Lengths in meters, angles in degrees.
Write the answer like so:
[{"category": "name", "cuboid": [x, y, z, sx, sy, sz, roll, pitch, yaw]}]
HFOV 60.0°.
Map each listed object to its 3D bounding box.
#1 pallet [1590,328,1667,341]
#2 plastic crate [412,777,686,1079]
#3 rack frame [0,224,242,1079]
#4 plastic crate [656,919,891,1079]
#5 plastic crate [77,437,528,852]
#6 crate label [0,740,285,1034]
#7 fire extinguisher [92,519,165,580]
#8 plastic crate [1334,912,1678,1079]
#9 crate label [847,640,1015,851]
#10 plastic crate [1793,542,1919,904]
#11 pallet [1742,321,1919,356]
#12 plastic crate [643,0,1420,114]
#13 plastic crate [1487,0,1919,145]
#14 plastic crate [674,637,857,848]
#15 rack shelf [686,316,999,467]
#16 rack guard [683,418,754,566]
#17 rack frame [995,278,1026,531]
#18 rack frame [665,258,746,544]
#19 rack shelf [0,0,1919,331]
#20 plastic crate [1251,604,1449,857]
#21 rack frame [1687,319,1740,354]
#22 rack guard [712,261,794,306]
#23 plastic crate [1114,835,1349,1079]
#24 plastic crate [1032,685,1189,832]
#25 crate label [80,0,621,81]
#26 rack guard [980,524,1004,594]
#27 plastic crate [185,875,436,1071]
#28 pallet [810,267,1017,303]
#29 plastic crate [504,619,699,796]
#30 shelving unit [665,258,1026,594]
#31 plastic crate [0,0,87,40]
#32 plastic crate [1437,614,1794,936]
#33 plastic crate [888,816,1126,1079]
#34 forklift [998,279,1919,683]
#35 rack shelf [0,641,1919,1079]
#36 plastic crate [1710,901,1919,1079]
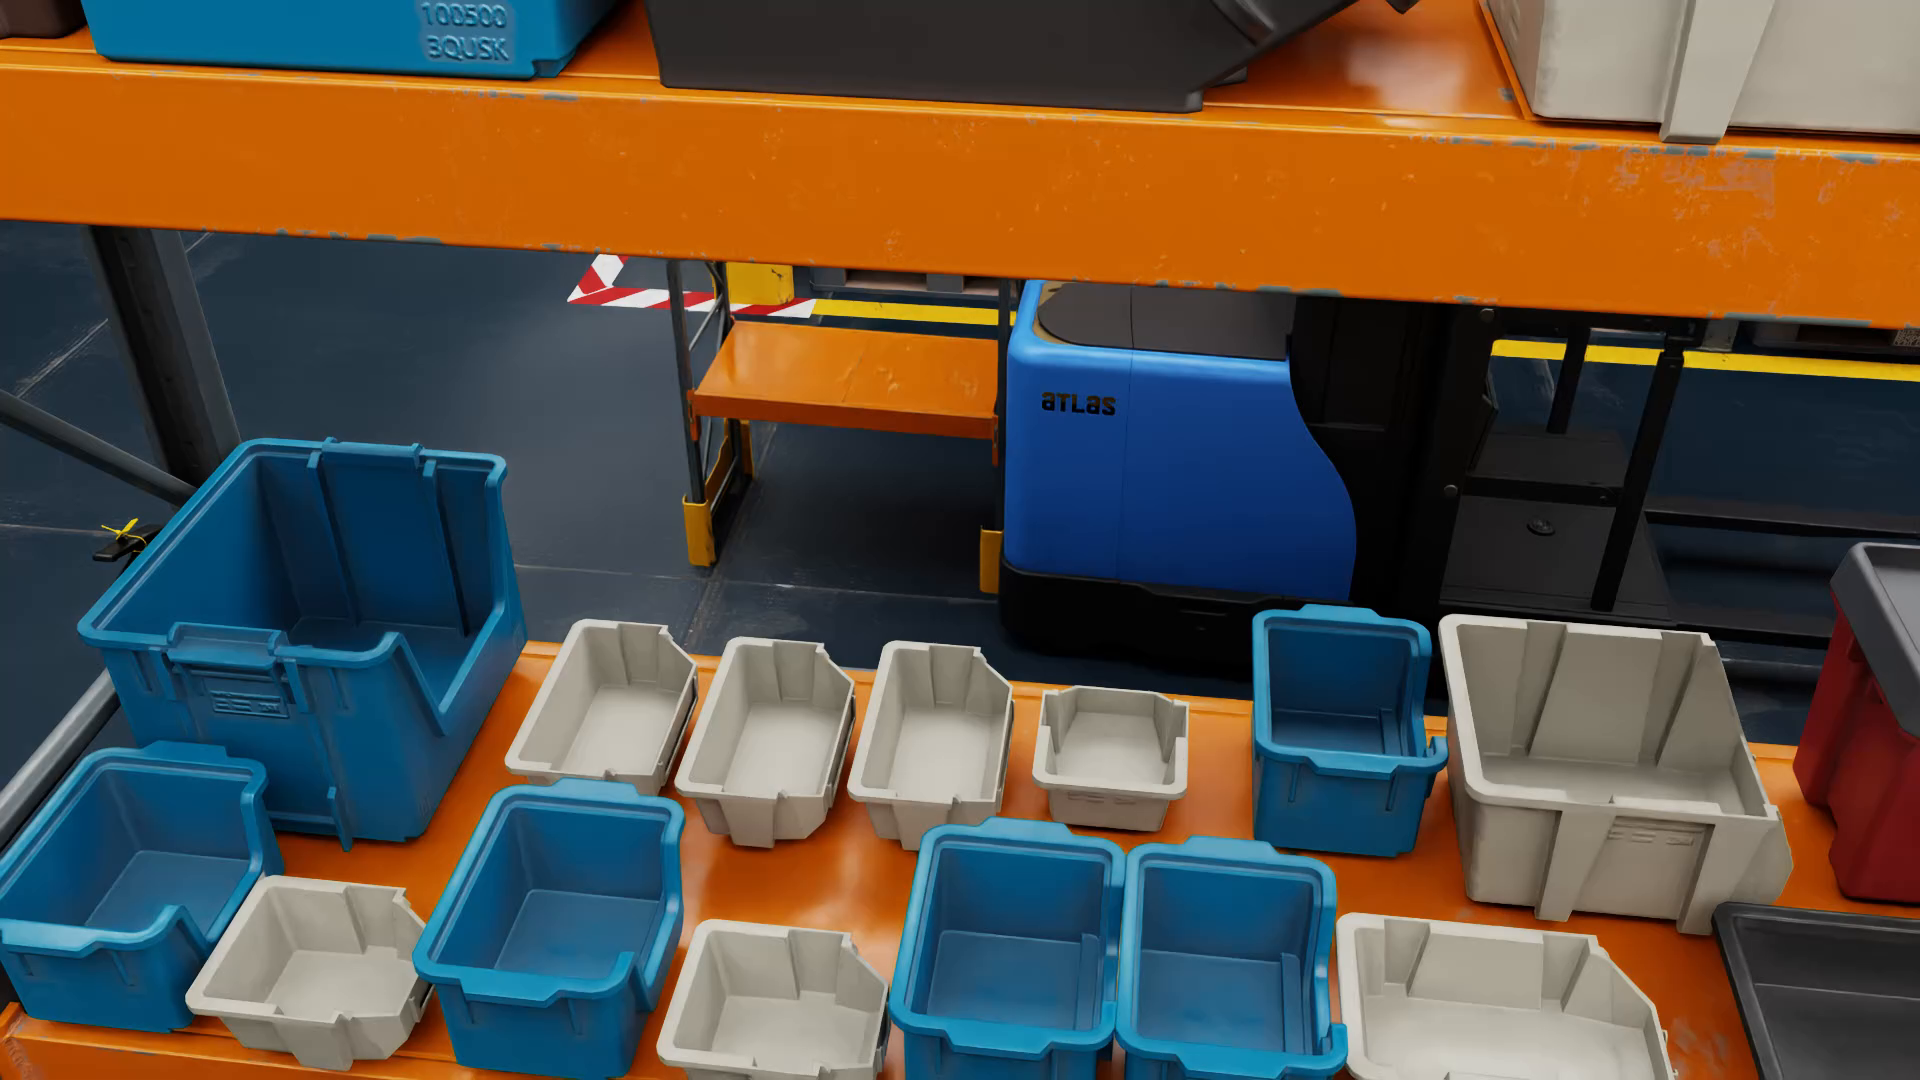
[{"category": "pallet", "cuboid": [2.418, -1.243, 7.309, 1.213, 0.211, 1.003, 4, 36, 6]}, {"category": "plastic crate", "cuboid": [-0.580, 0.582, 2.445, 0.300, 0.233, 0.416, 4, 36, 6]}, {"category": "rack frame", "cuboid": [-1.436, 0.282, 2.773, 0.127, 3.000, 1.000, 4, 36, 6]}, {"category": "plastic crate", "cuboid": [-0.252, 0.694, 2.371, 0.298, 0.136, 0.250, 4, 36, 6]}, {"category": "plastic crate", "cuboid": [-1.080, 0.160, 2.862, 0.499, 0.435, 0.616, 4, 36, 6]}, {"category": "crate label", "cuboid": [-1.233, 0.533, 2.513, 0.303, 0.233, 0.416, 4, 36, 6]}, {"category": "fire extinguisher", "cuboid": [-1.527, 0.192, 3.287, 0.183, 0.674, 0.296, 4, 36, 6]}, {"category": "plastic crate", "cuboid": [0.766, 0.705, 2.356, 0.466, 0.136, 0.293, 4, 36, 6]}, {"category": "crate label", "cuboid": [-0.039, 0.357, 2.843, 0.243, 0.136, 0.396, 4, 36, 6]}, {"category": "plastic crate", "cuboid": [1.678, 0.316, 2.618, 0.583, 0.464, 0.402, 4, 36, 6]}, {"category": "pallet", "cuboid": [3.938, -1.128, 7.148, 1.213, 0.211, 1.003, 4, 36, 6]}, {"category": "plastic crate", "cuboid": [0.045, -0.643, 1.540, 0.767, 0.338, 0.504, 4, 36, 6]}, {"category": "plastic crate", "cuboid": [0.723, -0.549, 1.457, 0.530, 0.282, 0.437, 4, 36, 6]}, {"category": "plastic crate", "cuboid": [-0.318, 0.350, 2.852, 0.243, 0.136, 0.396, 4, 36, 6]}, {"category": "rack shelf", "cuboid": [-0.334, -0.499, 5.468, 1.000, 0.185, 0.538, 5, 36, 7]}, {"category": "rack guard", "cuboid": [-0.835, -0.183, 5.791, 0.087, 0.250, 0.587, 5, 36, 7]}, {"category": "rack frame", "cuboid": [0.168, -0.600, 5.299, 0.032, 1.500, 0.500, 5, 36, 7]}, {"category": "rack frame", "cuboid": [-0.836, -0.692, 5.428, 0.032, 1.500, 0.500, 5, 36, 7]}, {"category": "rack shelf", "cuboid": [0.548, -0.499, 1.904, 4.000, 0.370, 1.077, 4, 36, 6]}, {"category": "plastic crate", "cuboid": [0.634, 0.329, 2.799, 0.300, 0.233, 0.416, 4, 36, 6]}, {"category": "rack frame", "cuboid": [3.163, -2.276, 6.357, 0.127, 3.000, 1.000, 4, 36, 6]}, {"category": "rack guard", "cuboid": [-0.829, -1.557, 7.501, 0.348, 0.500, 1.175, 4, 36, 6]}, {"category": "plastic crate", "cuboid": [0.371, 0.653, 2.346, 0.300, 0.233, 0.416, 4, 36, 6]}, {"category": "plastic crate", "cuboid": [0.257, 0.368, 2.828, 0.250, 0.136, 0.298, 4, 36, 6]}, {"category": "crate label", "cuboid": [-0.562, -0.624, 1.589, 0.502, 0.251, 0.408, 4, 36, 6]}, {"category": "rack guard", "cuboid": [0.149, -0.093, 5.665, 0.087, 0.250, 0.587, 5, 36, 7]}, {"category": "plastic crate", "cuboid": [-0.925, 0.644, 2.441, 0.298, 0.136, 0.250, 4, 36, 6]}, {"category": "pallet", "cuboid": [-0.002, -1.423, 7.562, 1.213, 0.211, 1.003, 4, 36, 6]}, {"category": "plastic crate", "cuboid": [-0.604, 0.320, 2.894, 0.243, 0.136, 0.396, 4, 36, 6]}, {"category": "shelving unit", "cuboid": [-0.343, -0.647, 5.365, 1.083, 1.500, 0.587, 5, 36, 7]}, {"category": "plastic crate", "cuboid": [-1.089, -0.697, 1.675, 0.590, 0.269, 0.497, 4, 36, 6]}, {"category": "plastic crate", "cuboid": [1.041, 0.382, 2.683, 0.530, 0.282, 0.437, 4, 36, 6]}, {"category": "plastic crate", "cuboid": [0.073, 0.631, 2.377, 0.300, 0.233, 0.416, 4, 36, 6]}, {"category": "forklift", "cuboid": [1.685, -1.008, 4.639, 3.031, 2.935, 1.130, 5, 36, 7]}, {"category": "rack shelf", "cuboid": [0.548, 0.722, 2.775, 4.000, 0.370, 1.077, 4, 36, 6]}, {"category": "plastic crate", "cuboid": [1.387, 0.737, 2.320, 0.590, 0.125, 0.437, 4, 36, 6]}]
